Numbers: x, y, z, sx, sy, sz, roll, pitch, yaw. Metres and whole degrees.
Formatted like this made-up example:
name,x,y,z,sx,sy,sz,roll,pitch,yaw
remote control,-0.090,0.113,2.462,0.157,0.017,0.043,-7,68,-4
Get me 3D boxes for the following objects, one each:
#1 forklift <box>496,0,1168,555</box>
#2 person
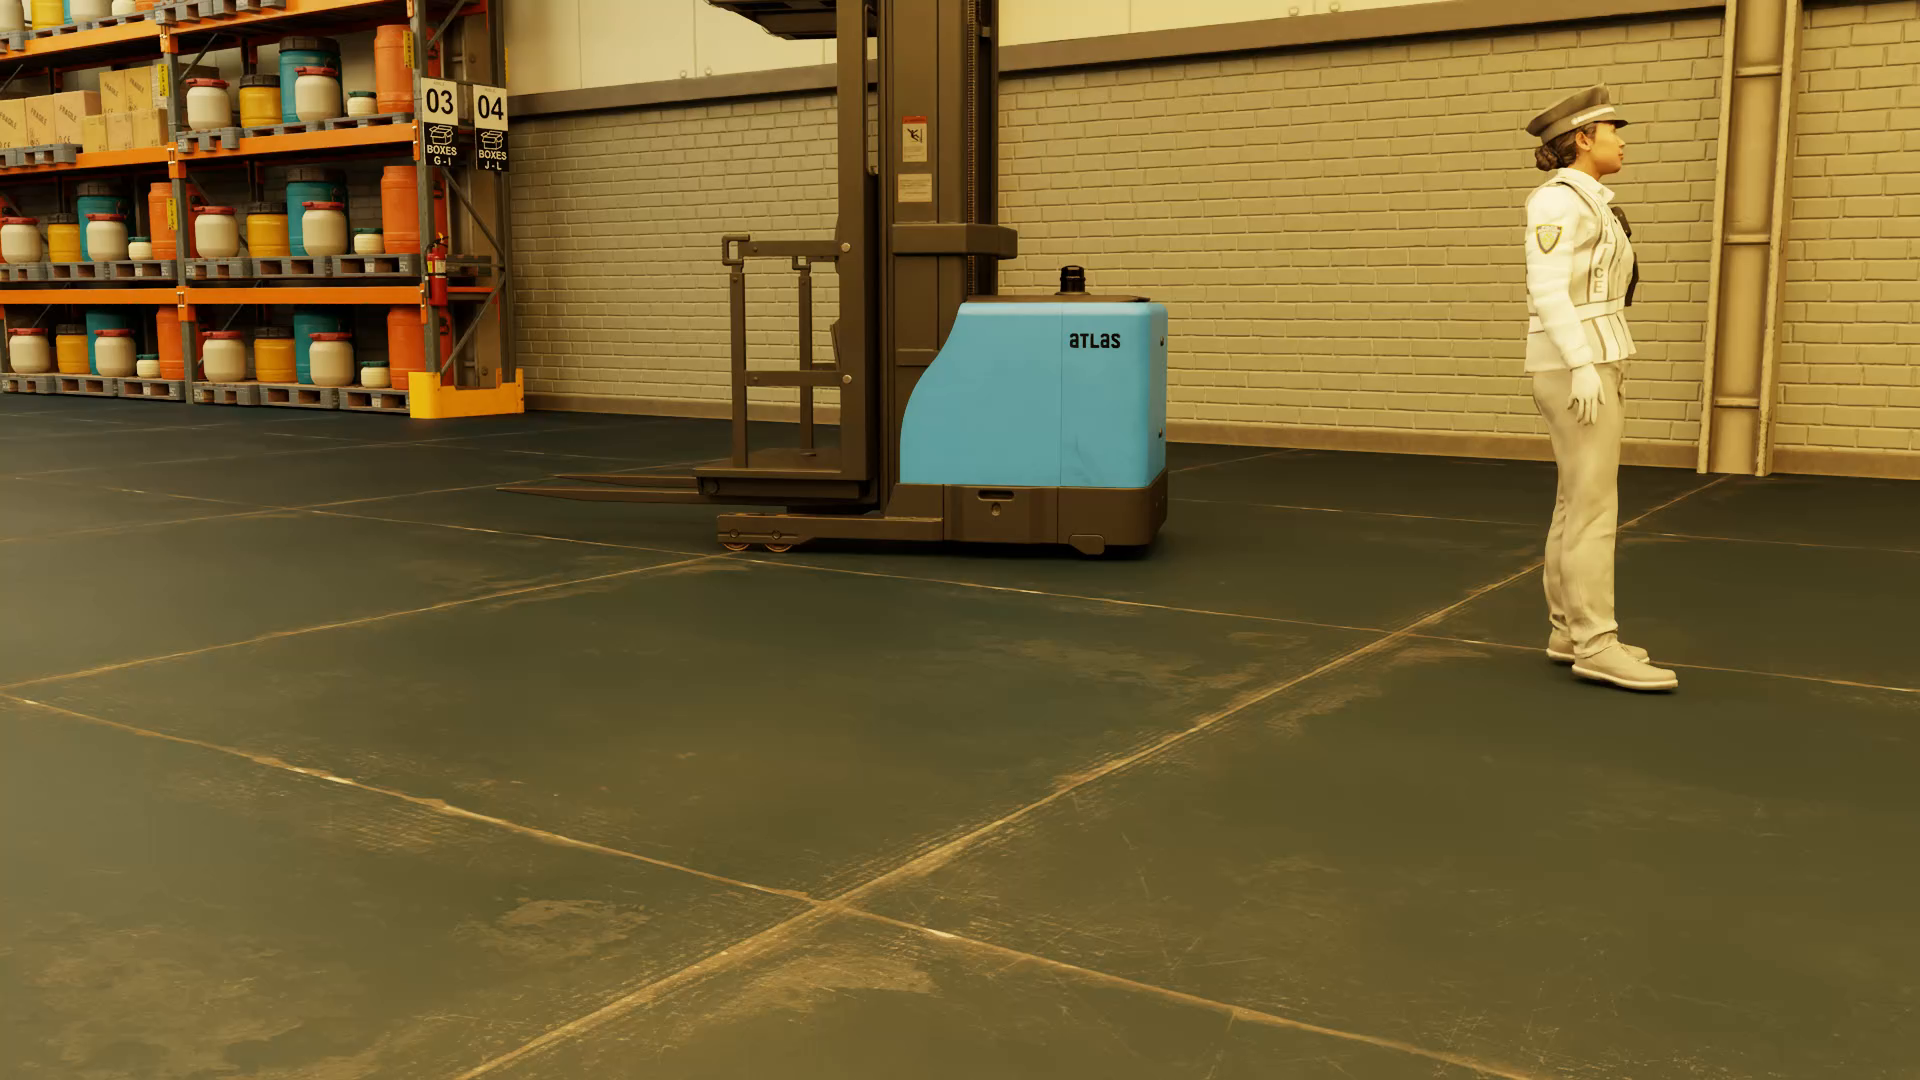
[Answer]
name,x,y,z,sx,sy,sz,roll,pitch,yaw
forklift,-0.596,-1.469,7.520,3.031,2.935,1.130,2,8,12
person,1.875,-0.468,4.822,0.530,1.693,0.587,5,9,30
